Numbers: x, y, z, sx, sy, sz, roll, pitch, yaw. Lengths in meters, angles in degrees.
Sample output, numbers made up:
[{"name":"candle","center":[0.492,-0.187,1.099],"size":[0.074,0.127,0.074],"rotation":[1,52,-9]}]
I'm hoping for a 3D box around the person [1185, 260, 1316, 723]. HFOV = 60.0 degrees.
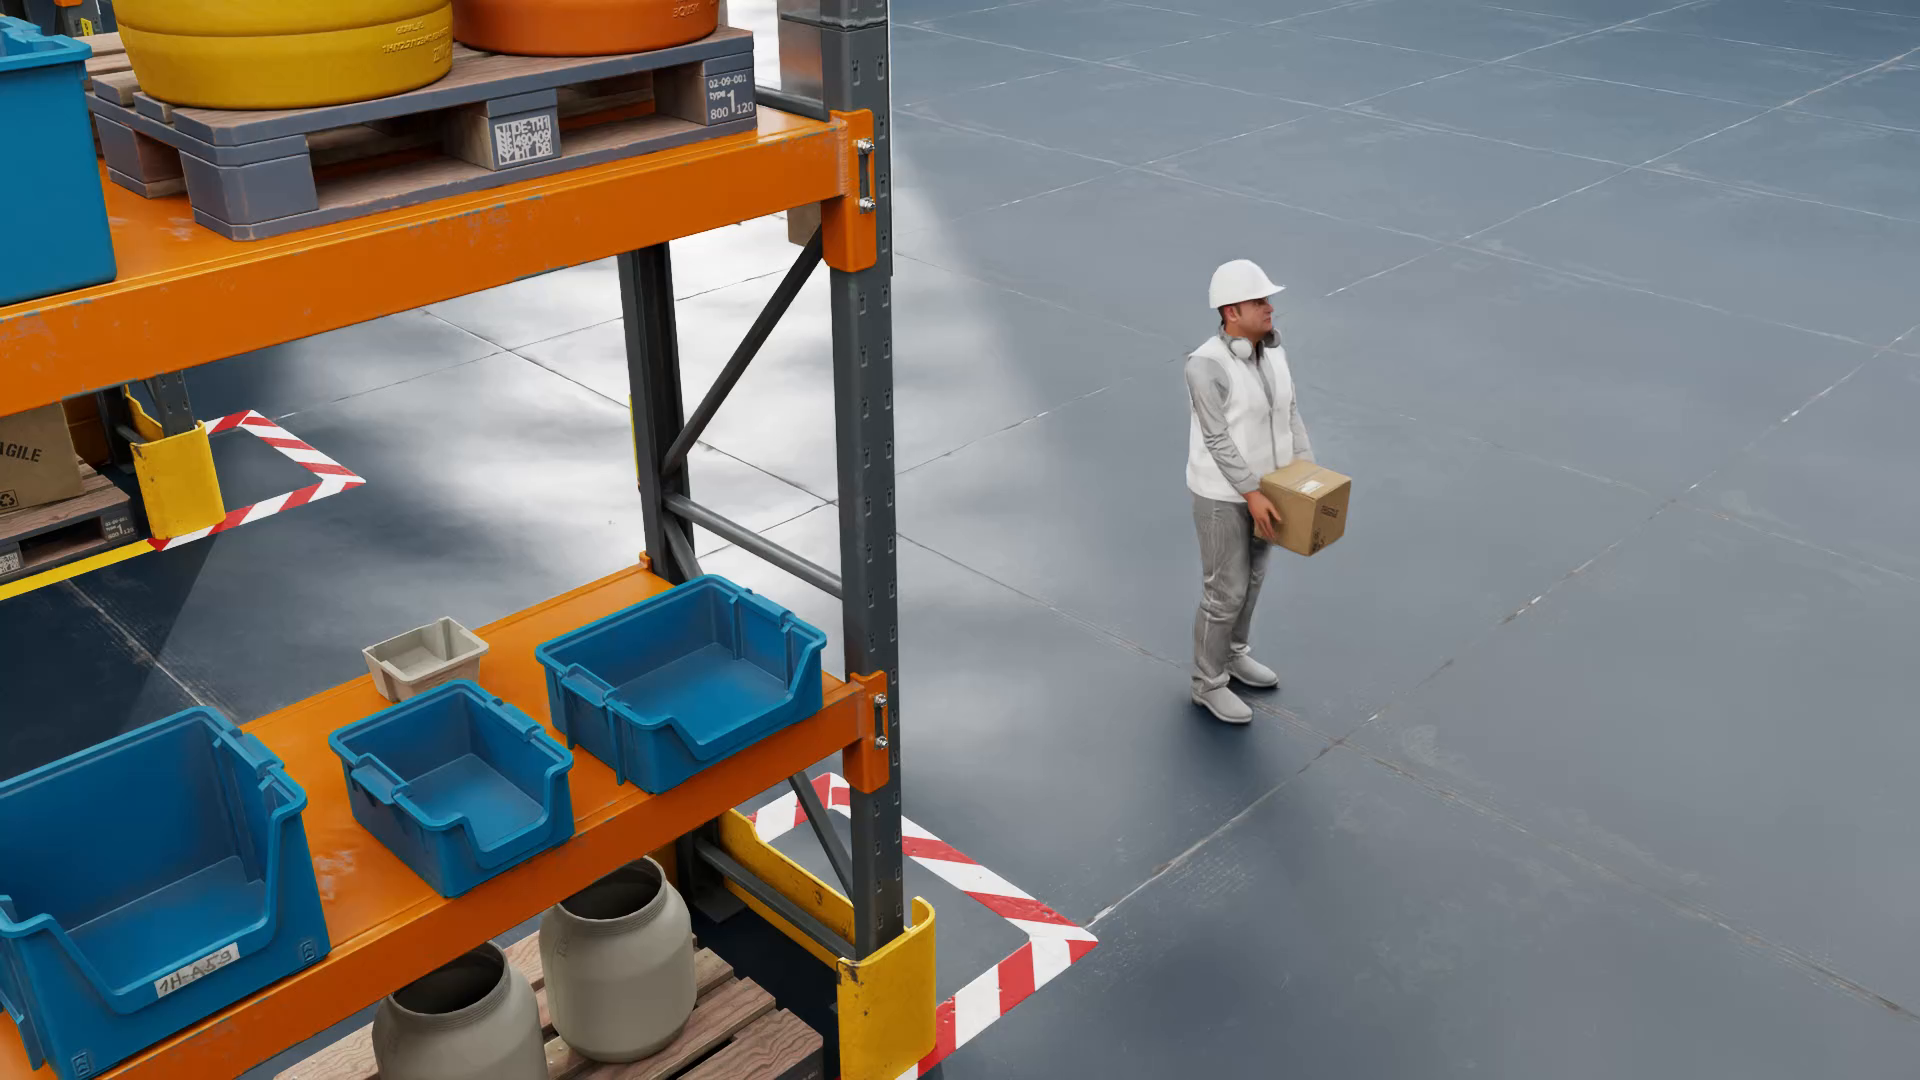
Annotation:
[{"name":"person","center":[1.129,-0.195,6.462],"size":[0.533,1.775,0.507],"rotation":[-24,36,-38]}]
